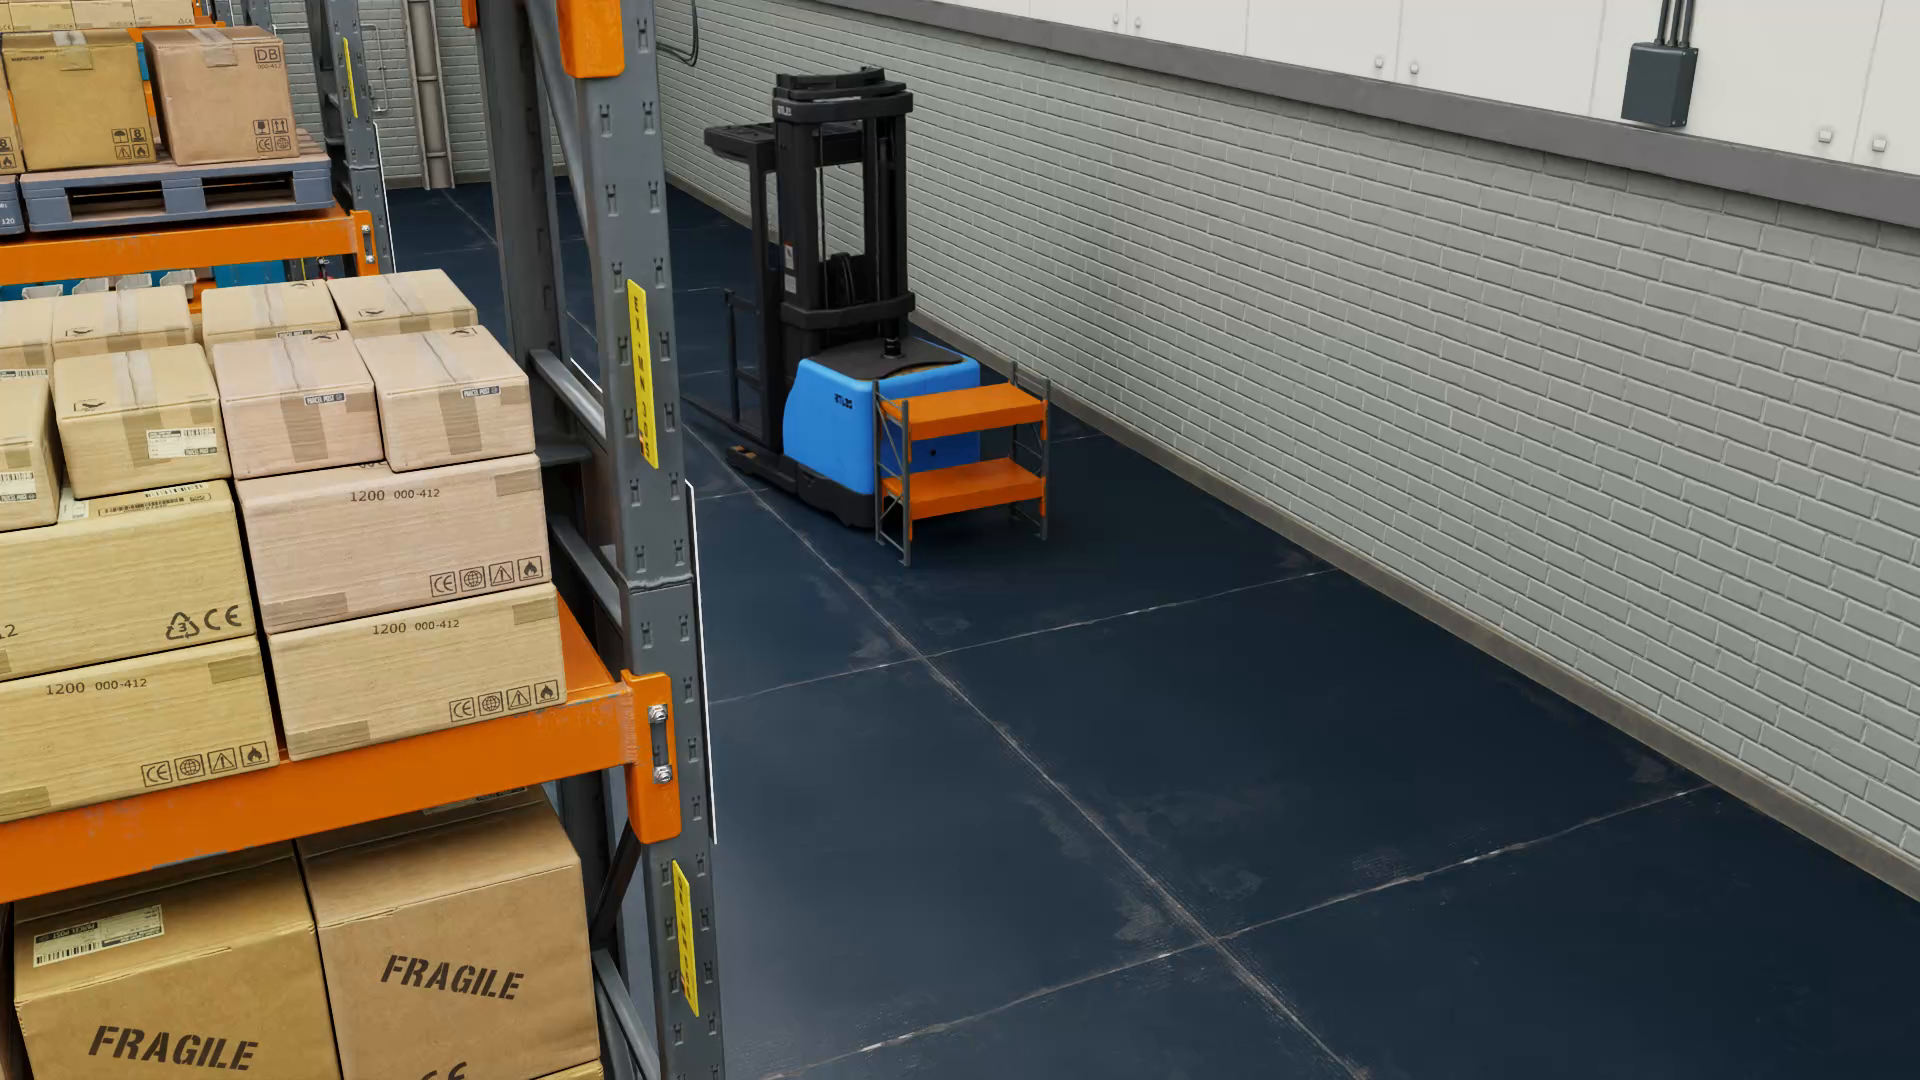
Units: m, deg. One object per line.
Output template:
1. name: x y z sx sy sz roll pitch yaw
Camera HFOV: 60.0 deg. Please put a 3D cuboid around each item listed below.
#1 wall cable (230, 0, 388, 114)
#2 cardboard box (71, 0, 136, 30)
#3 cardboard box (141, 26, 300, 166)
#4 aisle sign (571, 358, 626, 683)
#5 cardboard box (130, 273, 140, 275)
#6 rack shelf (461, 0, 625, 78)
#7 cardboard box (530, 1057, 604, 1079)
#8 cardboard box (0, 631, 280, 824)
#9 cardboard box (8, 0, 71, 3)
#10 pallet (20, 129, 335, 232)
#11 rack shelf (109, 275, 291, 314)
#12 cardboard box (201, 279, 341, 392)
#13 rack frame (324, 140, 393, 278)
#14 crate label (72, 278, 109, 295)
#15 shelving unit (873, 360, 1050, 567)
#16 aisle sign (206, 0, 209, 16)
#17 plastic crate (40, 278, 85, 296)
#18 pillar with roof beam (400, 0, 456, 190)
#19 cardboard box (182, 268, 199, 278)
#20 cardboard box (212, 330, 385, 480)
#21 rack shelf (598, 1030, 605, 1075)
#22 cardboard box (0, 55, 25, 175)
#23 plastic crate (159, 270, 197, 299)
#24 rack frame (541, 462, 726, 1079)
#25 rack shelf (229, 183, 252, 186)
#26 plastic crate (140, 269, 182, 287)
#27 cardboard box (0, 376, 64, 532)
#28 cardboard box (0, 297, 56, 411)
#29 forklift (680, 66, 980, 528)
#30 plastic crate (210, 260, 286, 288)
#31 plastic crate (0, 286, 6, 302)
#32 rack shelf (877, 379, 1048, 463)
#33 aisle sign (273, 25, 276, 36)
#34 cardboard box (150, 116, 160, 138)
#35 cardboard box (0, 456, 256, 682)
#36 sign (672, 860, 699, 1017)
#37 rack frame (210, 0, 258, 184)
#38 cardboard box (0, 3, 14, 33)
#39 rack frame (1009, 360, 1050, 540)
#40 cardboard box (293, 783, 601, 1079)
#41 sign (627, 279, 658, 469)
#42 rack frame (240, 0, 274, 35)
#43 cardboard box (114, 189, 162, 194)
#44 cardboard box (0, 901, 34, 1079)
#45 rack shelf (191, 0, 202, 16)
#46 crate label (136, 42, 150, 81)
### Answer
1. wall cable: -8.548 -6.548 21.819 1.851 1.984 0.084 -10 25 -24
2. cardboard box: -7.944 -4.895 15.428 0.500 0.250 0.500 -10 25 -24
3. cardboard box: -3.292 -1.987 7.396 0.500 0.500 0.700 -12 25 -27
4. aisle sign: -0.851 -0.010 3.953 0.004 0.787 0.394 -10 25 -24
5. cardboard box: -8.203 -2.691 16.850 0.500 0.250 0.500 -10 25 -24
6. rack shelf: -2.589 -0.799 2.360 4.000 0.370 1.077 -10 25 -24
7. cardboard box: -1.080 1.286 3.701 0.500 0.500 0.500 -10 24 -23
8. cardboard box: -1.538 0.244 3.013 0.500 0.250 0.500 -10 25 -24
9. cardboard box: -8.395 -5.044 15.133 0.500 0.250 0.500 -10 25 -24
10. pallet: -3.511 -1.638 7.478 1.213 0.211 1.003 -10 25 -24
11. rack shelf: -6.797 -1.462 11.801 4.000 0.370 1.077 -10 25 -24
12. cardboard box: -1.415 -0.414 3.427 0.250 0.149 0.380 -9 24 -21
13. rack frame: -2.847 -0.419 8.341 0.127 3.000 1.000 -10 25 -24
14. crate label: -6.159 -1.737 11.790 0.243 0.136 0.396 -10 25 -24
15. shelving unit: 0.010 -0.520 11.035 1.048 1.125 0.538 -11 25 -24
16. aisle sign: -9.097 -6.650 19.994 0.004 0.787 0.394 -10 25 -24
17. plastic crate: -6.547 -1.931 12.133 0.300 0.233 0.416 -10 25 -24
18. pillar with roof beam: -5.367 -7.575 17.783 0.400 9.000 9.100 -10 25 -24
19. cardboard box: -7.523 -2.707 16.561 0.500 0.500 0.500 -10 25 -24
20. cardboard box: -1.214 -0.254 3.041 0.250 0.149 0.380 -10 25 -23
21. rack shelf: -2.589 1.971 3.507 4.000 0.370 1.077 -10 25 -24
22. cardboard box: -4.296 -1.833 7.023 0.500 0.500 0.700 -12 25 -27
23. plastic crate: -5.651 -1.834 12.026 0.243 0.136 0.396 -10 25 -24
24. rack frame: -0.787 1.307 4.171 0.127 3.000 1.000 -10 25 -24
25. rack shelf: -8.942 -3.170 15.926 4.000 0.370 1.077 -10 25 -24
26. plastic crate: -5.953 -2.040 12.396 0.300 0.233 0.416 -10 25 -24
27. cardboard box: -1.646 -0.137 2.759 0.250 0.149 0.380 -10 25 -23
28. cardboard box: -1.910 -0.354 3.282 0.250 0.149 0.380 -10 25 -23
29. forklift: -1.120 -1.940 12.104 1.130 2.935 3.031 -16 27 -33
30. plastic crate: -5.216 -2.050 12.157 0.499 0.435 0.616 -10 25 -24
31. plastic crate: -6.734 -1.647 11.449 0.300 0.233 0.416 -10 25 -24
32. rack shelf: 0.010 -0.790 10.923 1.000 0.278 0.538 -11 25 -24
33. aisle sign: -4.803 -3.238 11.752 0.004 0.787 0.394 -10 25 -24
34. cardboard box: -7.876 -4.089 15.769 0.500 0.500 0.500 -10 24 -22
35. cardboard box: -1.552 0.009 2.928 0.500 0.250 0.500 -11 25 -25
36. sign: -0.564 0.820 3.419 0.005 0.325 0.100 -10 25 -24
37. rack frame: -7.140 -3.834 16.590 0.127 3.000 1.000 -10 25 -24
38. cardboard box: -8.846 -4.730 15.030 0.500 0.250 0.500 -10 25 -24
39. rack frame: 0.466 -0.606 11.243 0.032 1.125 0.500 -11 25 -24
40. cardboard box: -1.091 0.823 3.513 0.500 0.500 0.500 -11 25 -25
41. sign: -0.564 -0.294 2.958 0.005 0.325 0.100 -10 25 -24
42. rack frame: -4.995 -4.898 11.317 0.127 3.000 1.000 -10 25 -24
43. cardboard box: -7.891 -3.625 15.954 0.500 0.500 0.500 -10 25 -23
44. cardboard box: -2.012 0.996 3.094 0.500 0.500 0.500 -9 24 -21
45. rack shelf: -11.094 -6.262 19.475 4.000 0.370 1.077 -10 25 -24
46. crate label: -5.966 -3.402 11.818 0.502 0.251 0.408 -10 25 -24
